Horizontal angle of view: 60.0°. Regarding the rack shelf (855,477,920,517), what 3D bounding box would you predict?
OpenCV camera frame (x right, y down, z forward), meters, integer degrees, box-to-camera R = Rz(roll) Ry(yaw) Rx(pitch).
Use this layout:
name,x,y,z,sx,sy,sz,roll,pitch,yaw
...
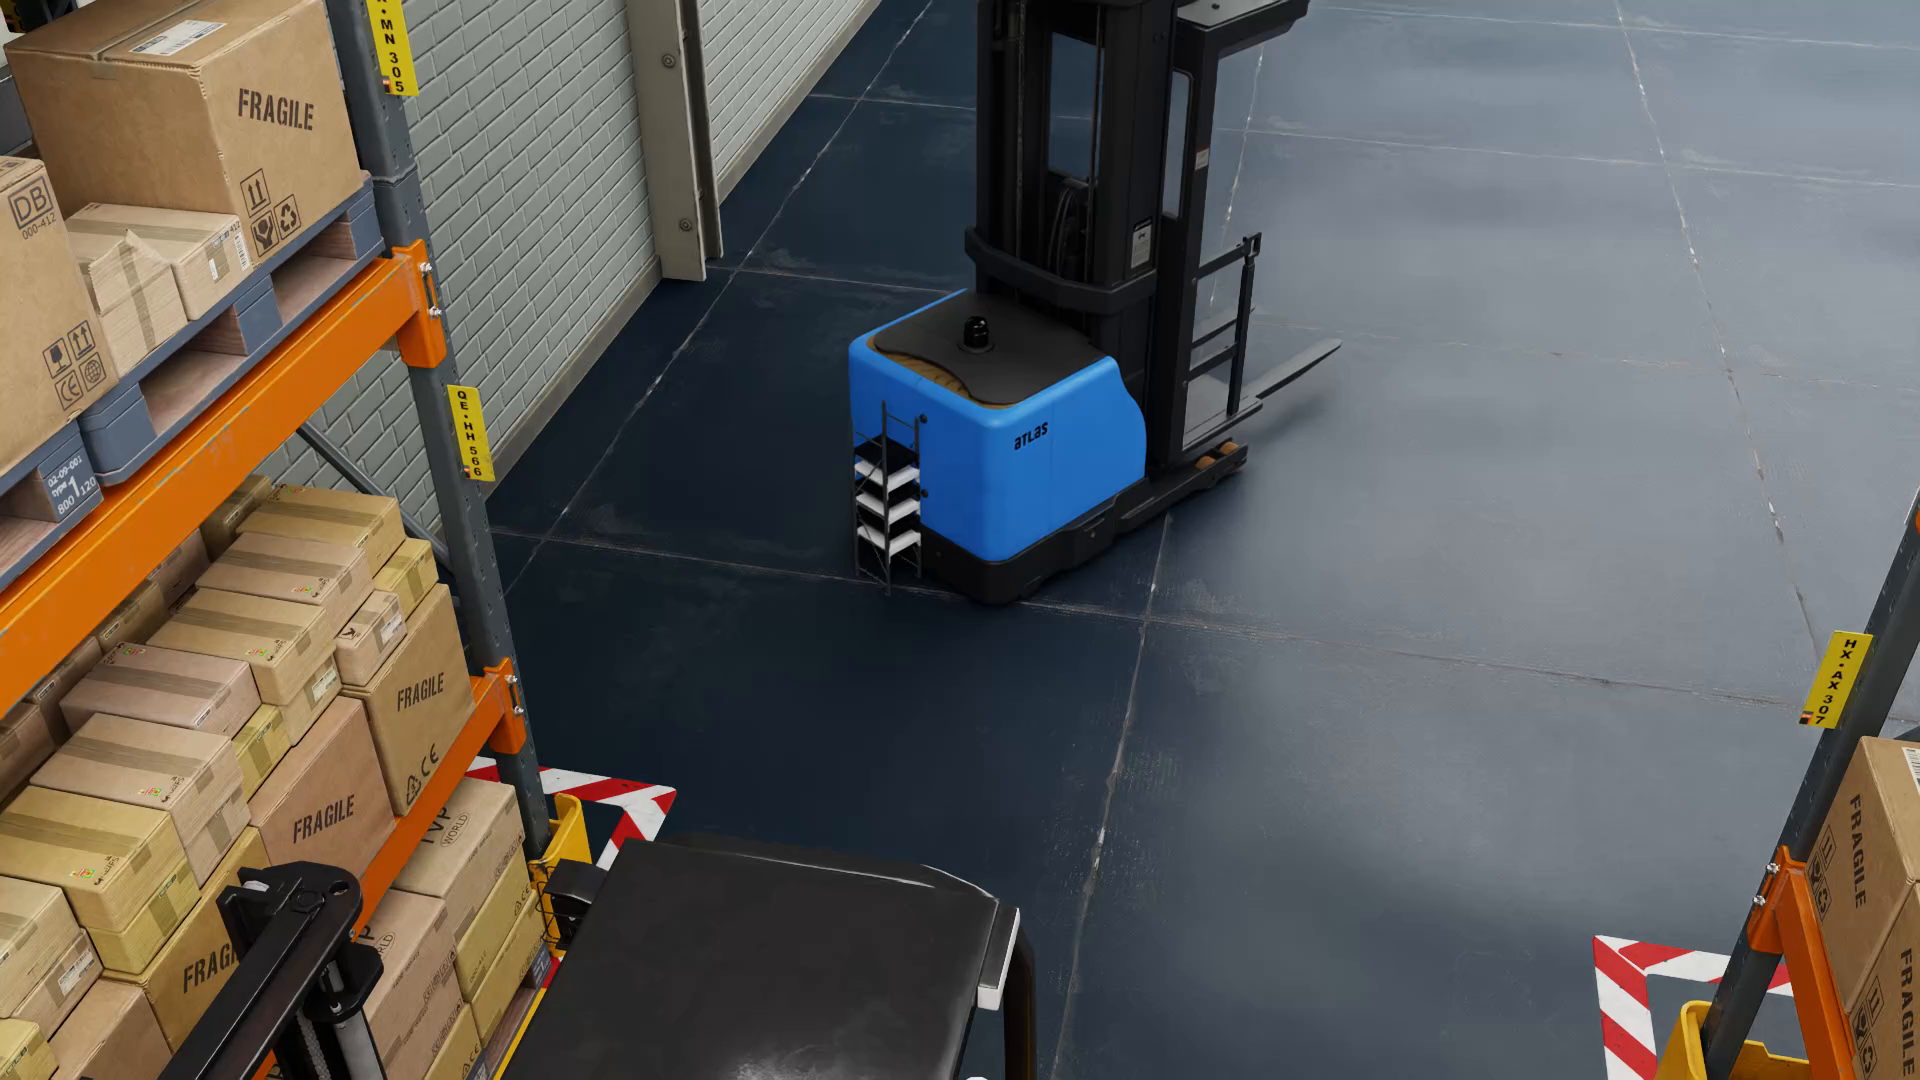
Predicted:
name,x,y,z,sx,sy,sz,roll,pitch,yaw
rack shelf,-0.344,-0.230,7.705,0.200,0.077,0.258,-30,46,-35

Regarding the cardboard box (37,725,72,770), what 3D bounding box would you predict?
name,x,y,z,sx,sy,sz,roll,pitch,yaw
cardboard box,-2.475,0.473,4.404,0.380,0.149,0.250,6,36,8

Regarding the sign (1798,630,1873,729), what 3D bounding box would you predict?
name,x,y,z,sx,sy,sz,roll,pitch,yaw
sign,2.338,0.375,4.438,0.100,0.325,0.005,7,37,10

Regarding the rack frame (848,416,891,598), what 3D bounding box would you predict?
name,x,y,z,sx,sy,sz,roll,pitch,yaw
rack frame,-0.416,-0.142,7.680,0.006,0.900,0.240,-30,46,-35

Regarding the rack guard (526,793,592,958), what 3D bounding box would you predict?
name,x,y,z,sx,sy,sz,roll,pitch,yaw
rack guard,-1.976,1.172,6.207,1.175,0.500,0.348,7,37,10

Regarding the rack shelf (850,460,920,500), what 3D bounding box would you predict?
name,x,y,z,sx,sy,sz,roll,pitch,yaw
rack shelf,-0.344,-0.303,7.652,0.200,0.077,0.258,-30,46,-35

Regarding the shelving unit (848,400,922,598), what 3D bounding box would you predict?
name,x,y,z,sx,sy,sz,roll,pitch,yaw
shelving unit,-0.344,-0.185,7.738,0.210,0.900,0.258,-30,46,-35

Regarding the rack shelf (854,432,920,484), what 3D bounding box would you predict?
name,x,y,z,sx,sy,sz,roll,pitch,yaw
rack shelf,-0.344,-0.376,7.599,0.200,0.077,0.258,-30,46,-35

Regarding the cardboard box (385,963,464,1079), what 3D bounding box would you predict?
name,x,y,z,sx,sy,sz,roll,pitch,yaw
cardboard box,-1.898,1.519,5.157,0.500,0.250,0.500,7,37,10

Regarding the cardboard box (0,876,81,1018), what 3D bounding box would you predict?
name,x,y,z,sx,sy,sz,roll,pitch,yaw
cardboard box,-2.174,0.862,3.613,0.380,0.149,0.250,8,37,11

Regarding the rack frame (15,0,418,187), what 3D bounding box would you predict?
name,x,y,z,sx,sy,sz,roll,pitch,yaw
rack frame,-1.981,-2.255,3.694,1.000,3.000,0.127,7,37,10

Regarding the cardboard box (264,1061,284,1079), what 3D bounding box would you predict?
name,x,y,z,sx,sy,sz,roll,pitch,yaw
cardboard box,-1.976,1.599,4.620,0.500,0.250,0.500,8,37,11

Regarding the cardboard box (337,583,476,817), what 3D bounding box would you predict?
name,x,y,z,sx,sy,sz,roll,pitch,yaw
cardboard box,-1.830,0.448,4.990,0.500,0.500,0.500,7,36,9

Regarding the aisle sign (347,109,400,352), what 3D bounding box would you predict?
name,x,y,z,sx,sy,sz,roll,pitch,yaw
aisle sign,-1.680,-0.880,4.692,0.394,0.787,0.004,7,37,10

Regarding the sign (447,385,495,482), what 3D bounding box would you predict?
name,x,y,z,sx,sy,sz,roll,pitch,yaw
sign,-1.454,-0.315,4.940,0.100,0.325,0.005,7,37,10

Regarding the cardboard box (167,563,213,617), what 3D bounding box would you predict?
name,x,y,z,sx,sy,sz,roll,pitch,yaw
cardboard box,-2.298,0.182,4.805,0.380,0.149,0.250,7,37,10

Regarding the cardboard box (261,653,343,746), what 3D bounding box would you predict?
name,x,y,z,sx,sy,sz,roll,pitch,yaw
cardboard box,-1.923,0.396,4.510,0.380,0.149,0.250,8,37,11

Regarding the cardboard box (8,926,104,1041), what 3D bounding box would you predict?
name,x,y,z,sx,sy,sz,roll,pitch,yaw
cardboard box,-2.173,0.975,3.711,0.380,0.149,0.250,7,37,10

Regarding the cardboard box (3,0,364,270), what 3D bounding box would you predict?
name,x,y,z,sx,sy,sz,roll,pitch,yaw
cardboard box,-1.838,-1.007,4.000,0.500,0.500,0.500,8,37,11

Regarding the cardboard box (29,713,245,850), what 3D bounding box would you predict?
name,x,y,z,sx,sy,sz,roll,pitch,yaw
cardboard box,-1.977,0.577,4.006,0.380,0.149,0.250,8,37,11

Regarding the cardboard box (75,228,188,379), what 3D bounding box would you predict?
name,x,y,z,sx,sy,sz,roll,pitch,yaw
cardboard box,-1.916,-0.538,3.552,0.396,0.266,0.258,7,37,10

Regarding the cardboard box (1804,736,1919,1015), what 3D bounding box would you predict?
name,x,y,z,sx,sy,sz,roll,pitch,yaw
cardboard box,2.496,0.870,4.155,0.500,0.500,0.500,7,36,9

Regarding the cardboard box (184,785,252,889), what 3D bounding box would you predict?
name,x,y,z,sx,sy,sz,roll,pitch,yaw
cardboard box,-1.997,0.696,4.096,0.380,0.149,0.250,6,36,8

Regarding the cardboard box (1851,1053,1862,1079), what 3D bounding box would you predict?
name,x,y,z,sx,sy,sz,roll,pitch,yaw
cardboard box,2.418,1.353,4.041,0.380,0.149,0.250,6,36,8

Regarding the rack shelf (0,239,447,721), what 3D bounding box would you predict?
name,x,y,z,sx,sy,sz,roll,pitch,yaw
rack shelf,-2.409,0.397,3.203,1.077,0.370,4.000,7,37,10

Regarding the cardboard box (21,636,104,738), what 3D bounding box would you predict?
name,x,y,z,sx,sy,sz,roll,pitch,yaw
cardboard box,-2.461,0.355,4.313,0.380,0.149,0.250,8,37,10

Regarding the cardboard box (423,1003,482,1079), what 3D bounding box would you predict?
name,x,y,z,sx,sy,sz,roll,pitch,yaw
cardboard box,-1.889,1.710,5.320,0.500,0.250,0.500,7,37,10

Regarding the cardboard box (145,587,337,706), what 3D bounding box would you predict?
name,x,y,z,sx,sy,sz,roll,pitch,yaw
cardboard box,-1.904,0.281,4.415,0.380,0.149,0.250,8,37,11

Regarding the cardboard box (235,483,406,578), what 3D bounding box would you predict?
name,x,y,z,sx,sy,sz,roll,pitch,yaw
cardboard box,-1.852,-0.018,4.827,0.380,0.149,0.250,7,37,10

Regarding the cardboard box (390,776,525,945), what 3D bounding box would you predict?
name,x,y,z,sx,sy,sz,roll,pitch,yaw
cardboard box,-1.775,1.015,5.426,0.500,0.250,0.500,8,37,12

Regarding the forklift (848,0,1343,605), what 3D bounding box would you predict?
name,x,y,z,sx,sy,sz,roll,pitch,yaw
forklift,0.863,-1.646,8.023,3.031,2.935,1.130,-30,46,-35

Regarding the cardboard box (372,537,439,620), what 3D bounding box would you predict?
name,x,y,z,sx,sy,sz,roll,pitch,yaw
cardboard box,-1.782,0.105,4.912,0.380,0.149,0.250,8,37,11

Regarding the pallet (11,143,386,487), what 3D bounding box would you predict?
name,x,y,z,sx,sy,sz,roll,pitch,yaw
pallet,-2.158,-0.603,4.045,1.003,0.211,1.213,7,37,10

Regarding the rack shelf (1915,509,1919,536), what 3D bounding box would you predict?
name,x,y,z,sx,sy,sz,roll,pitch,yaw
rack shelf,2.441,1.017,2.347,1.077,0.370,4.000,7,37,10

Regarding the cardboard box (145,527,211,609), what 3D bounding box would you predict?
name,x,y,z,sx,sy,sz,roll,pitch,yaw
cardboard box,-2.380,0.061,4.719,0.380,0.149,0.250,9,37,12

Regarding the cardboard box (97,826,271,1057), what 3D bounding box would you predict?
name,x,y,z,sx,sy,sz,roll,pitch,yaw
cardboard box,-2.059,1.039,4.176,0.500,0.500,0.500,7,36,9

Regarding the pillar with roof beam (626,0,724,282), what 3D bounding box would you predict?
name,x,y,z,sx,sy,sz,roll,pitch,yaw
pillar with roof beam,2.477,-4.869,7.300,9.100,9.000,0.400,7,37,10
